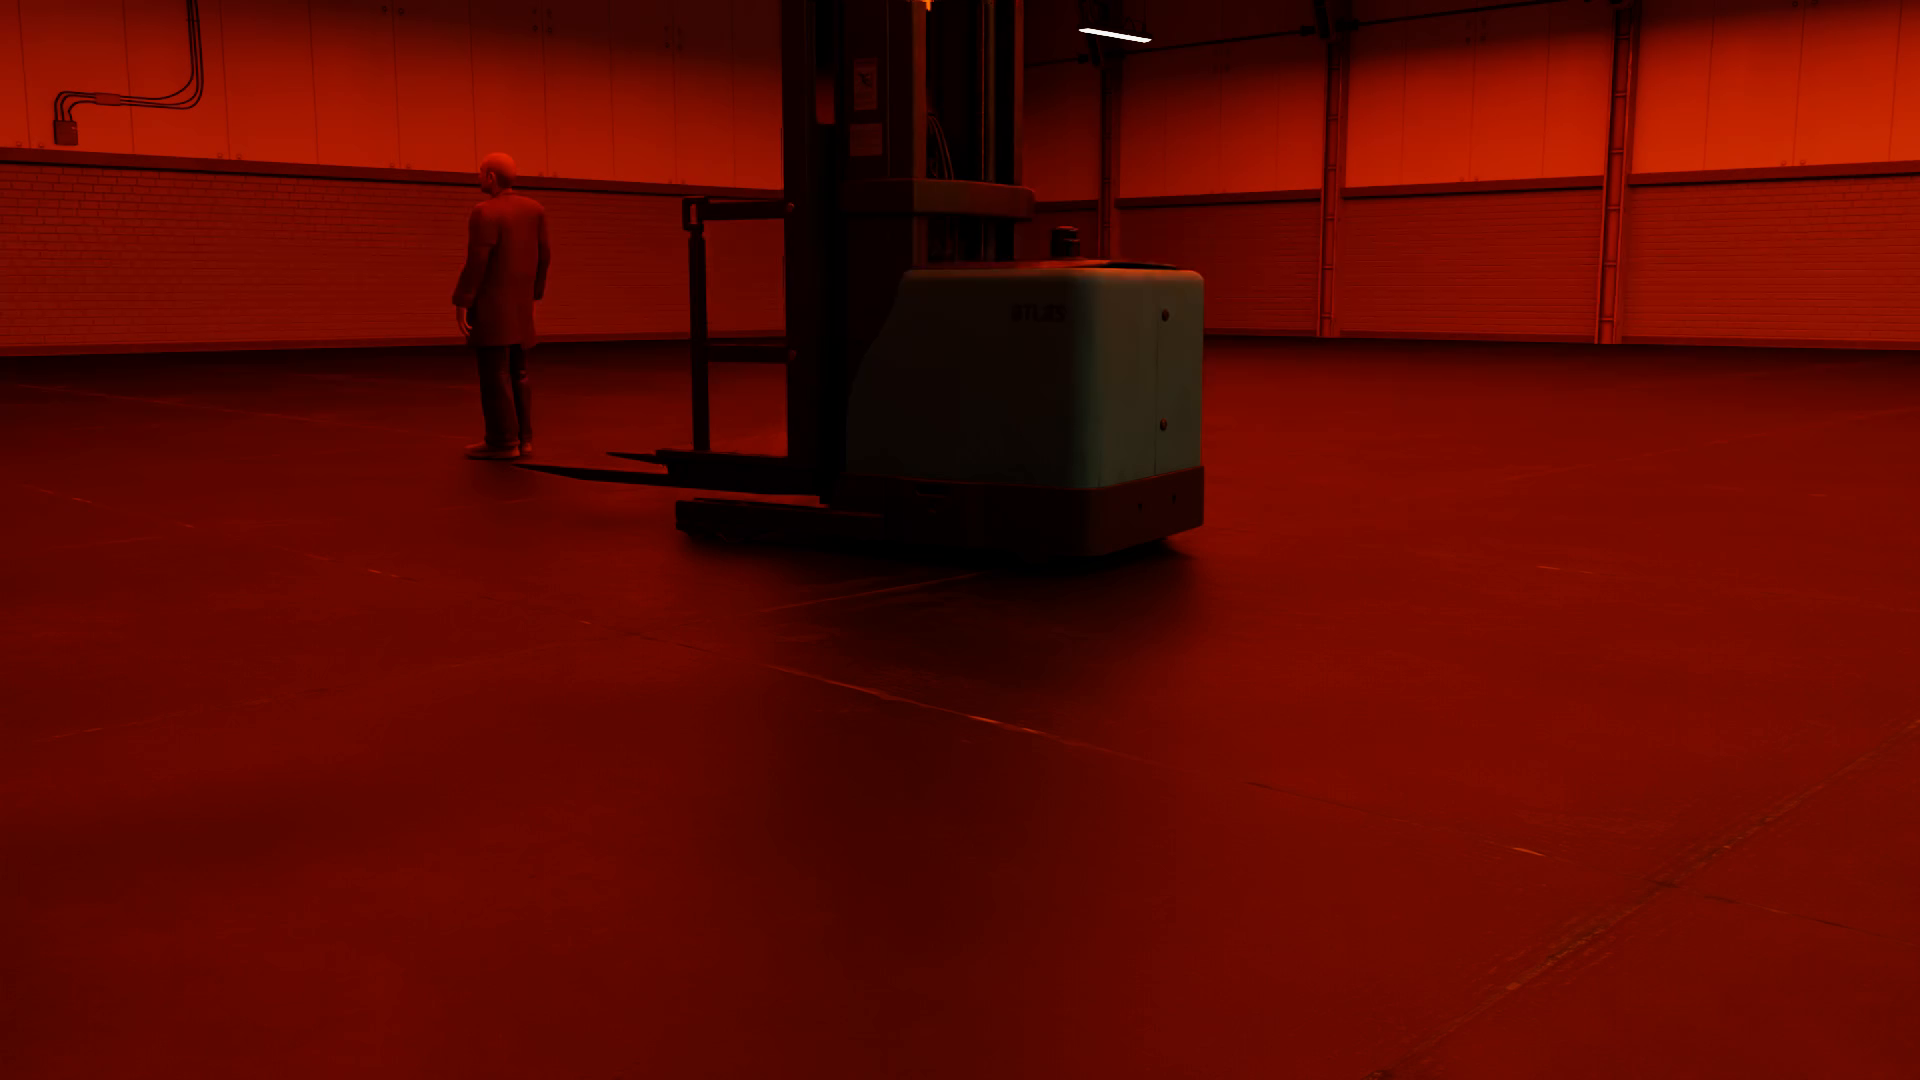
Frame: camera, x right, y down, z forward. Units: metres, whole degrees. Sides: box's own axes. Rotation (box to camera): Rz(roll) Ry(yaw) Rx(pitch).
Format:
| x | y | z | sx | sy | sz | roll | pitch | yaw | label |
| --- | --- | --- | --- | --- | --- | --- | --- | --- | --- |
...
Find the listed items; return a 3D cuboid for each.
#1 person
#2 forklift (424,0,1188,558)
| x | y | z | sx | sy | sz | roll | pitch | yaw | label |
| --- | --- | --- | --- | --- | --- | --- | --- | --- | --- |
| -2.789 | -1.379 | 9.859 | 0.582 | 1.776 | 0.694 | 5 | 10 | 28 | person |
| -0.616 | -1.463 | 6.591 | 3.031 | 2.935 | 1.130 | 1 | 9 | 10 | forklift |
